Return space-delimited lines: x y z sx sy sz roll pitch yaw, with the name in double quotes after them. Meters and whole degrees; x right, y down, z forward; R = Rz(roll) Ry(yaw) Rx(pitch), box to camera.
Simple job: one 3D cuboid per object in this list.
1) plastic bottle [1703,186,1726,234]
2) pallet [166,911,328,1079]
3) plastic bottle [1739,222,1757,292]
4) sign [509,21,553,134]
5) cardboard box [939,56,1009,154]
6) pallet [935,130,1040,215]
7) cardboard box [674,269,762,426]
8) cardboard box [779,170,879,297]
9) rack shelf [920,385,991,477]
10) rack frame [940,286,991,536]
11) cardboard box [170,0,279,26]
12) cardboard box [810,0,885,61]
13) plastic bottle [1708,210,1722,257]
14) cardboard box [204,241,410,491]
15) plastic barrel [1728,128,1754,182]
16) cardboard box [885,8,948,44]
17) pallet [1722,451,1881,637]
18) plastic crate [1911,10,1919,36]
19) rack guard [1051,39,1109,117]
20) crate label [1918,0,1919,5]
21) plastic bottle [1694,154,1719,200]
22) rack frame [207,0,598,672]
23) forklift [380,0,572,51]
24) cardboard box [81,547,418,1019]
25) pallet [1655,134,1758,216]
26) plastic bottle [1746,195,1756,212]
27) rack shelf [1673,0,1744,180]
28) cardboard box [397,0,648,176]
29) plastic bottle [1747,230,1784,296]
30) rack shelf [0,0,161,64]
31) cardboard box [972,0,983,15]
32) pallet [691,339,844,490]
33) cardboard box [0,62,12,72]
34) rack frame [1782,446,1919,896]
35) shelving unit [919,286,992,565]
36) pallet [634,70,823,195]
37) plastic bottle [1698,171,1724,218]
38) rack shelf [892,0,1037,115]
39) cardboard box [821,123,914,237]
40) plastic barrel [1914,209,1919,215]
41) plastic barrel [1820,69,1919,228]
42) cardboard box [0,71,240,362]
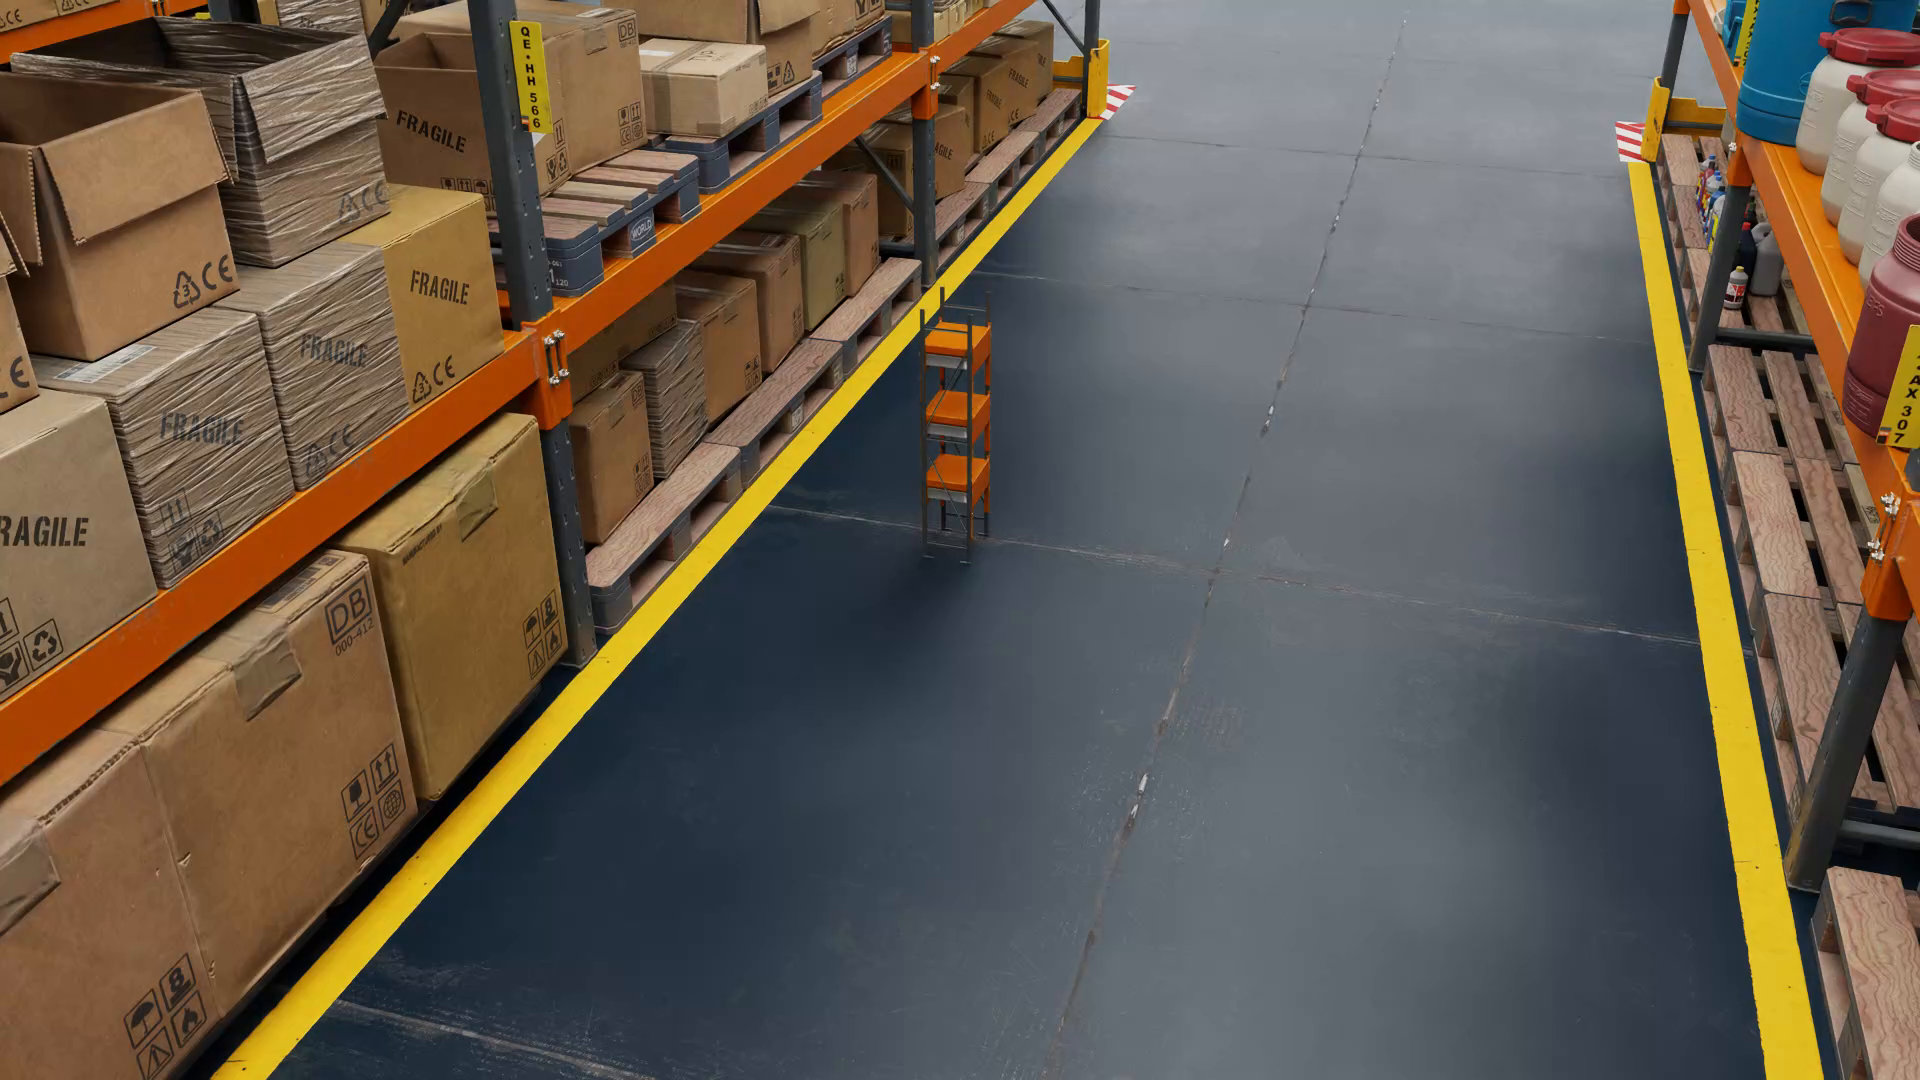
4.259 -1.856 9.356 0.097 0.271 0.097 0 29 0 "plastic bottle"
-2.468 1.196 4.383 1.003 0.211 1.213 8 30 15 "pallet"
4.018 -1.471 8.581 0.144 0.351 0.185 8 30 14 "plastic bottle"
-1.273 -1.372 4.939 0.100 0.325 0.005 8 30 15 "sign"
0.000 -2.894 11.006 0.500 0.500 0.500 11 31 20 "cardboard box"
-0.110 -2.470 10.973 1.003 0.211 1.213 8 30 15 "pallet"
-1.316 -0.882 7.368 0.700 0.500 0.500 11 31 19 "cardboard box"
-0.831 -1.620 8.695 0.700 0.500 0.500 6 30 11 "cardboard box"
-0.016 -0.425 6.455 0.215 0.259 0.240 8 30 15 "rack shelf"
0.020 -0.491 6.552 0.200 1.050 0.008 8 30 15 "rack frame"
-5.090 -3.094 10.981 0.875 0.875 0.875 9 30 16 "cardboard box"
-0.997 -2.899 7.826 1.000 1.000 1.000 9 30 15 "cardboard box"
4.169 -1.710 9.011 0.144 0.351 0.185 8 30 15 "plastic bottle"
-1.864 -0.492 4.445 0.500 0.500 0.500 8 30 14 "cardboard box"
5.012 -2.501 10.288 0.421 0.512 0.421 0 29 0 "plastic barrel"
-0.279 -2.750 8.866 0.380 0.149 0.250 8 30 15 "cardboard box"
3.555 0.062 6.421 1.003 0.211 1.213 8 30 15 "pallet"
4.380 -2.294 7.851 0.767 0.338 0.504 8 30 15 "plastic crate"
0.522 -3.534 12.588 1.175 0.500 0.348 8 30 15 "rack guard"
4.997 -3.076 9.158 0.502 0.435 0.616 8 30 15 "crate label"
4.449 -2.156 9.895 0.097 0.271 0.097 0 29 0 "plastic bottle"
-1.804 -0.944 5.361 1.000 3.000 0.127 8 30 15 "rack frame"
-2.741 -2.525 8.274 3.031 2.935 1.130 -20 35 -32 "forklift"
-2.296 0.532 4.461 1.225 0.875 0.875 9 30 15 "cardboard box"
5.058 -2.317 10.698 1.003 0.211 1.213 8 30 15 "pallet"
4.323 -1.741 9.135 0.061 0.283 0.133 8 30 15 "plastic bottle"
4.692 -2.711 9.277 1.077 0.370 4.000 8 30 15 "rack shelf"
-1.616 -1.701 6.188 0.700 0.500 0.500 13 32 22 "cardboard box"
4.156 -1.450 8.544 0.144 0.351 0.185 8 30 15 "plastic bottle"
-5.929 -2.313 8.563 1.077 0.370 4.000 8 30 15 "rack shelf"
-0.082 -3.102 9.498 0.380 0.149 0.250 8 30 15 "cardboard box"
-1.213 -0.653 7.707 1.003 0.211 1.213 8 30 15 "pallet"
-5.438 -2.456 9.962 1.050 0.750 0.750 8 30 15 "cardboard box"
2.931 -0.237 4.090 1.000 3.000 0.127 8 30 15 "rack frame"
-0.016 -0.434 6.450 0.215 1.050 0.252 8 30 15 "shelving unit"
-1.262 -1.785 7.071 1.003 0.211 1.213 8 30 15 "pallet"
4.348 -1.997 9.609 0.097 0.271 0.097 0 29 0 "plastic bottle"
-0.043 -3.417 10.548 1.077 0.370 4.000 8 30 15 "rack shelf"
-0.474 -2.074 9.532 0.500 0.500 0.500 8 30 13 "cardboard box"
3.028 -0.794 4.977 0.421 0.512 0.421 0 29 0 "plastic barrel"
3.399 -1.401 6.043 0.433 0.535 0.433 0 29 0 "plastic barrel"
-2.228 -0.786 3.942 0.797 0.503 0.637 9 30 16 "cardboard box"
